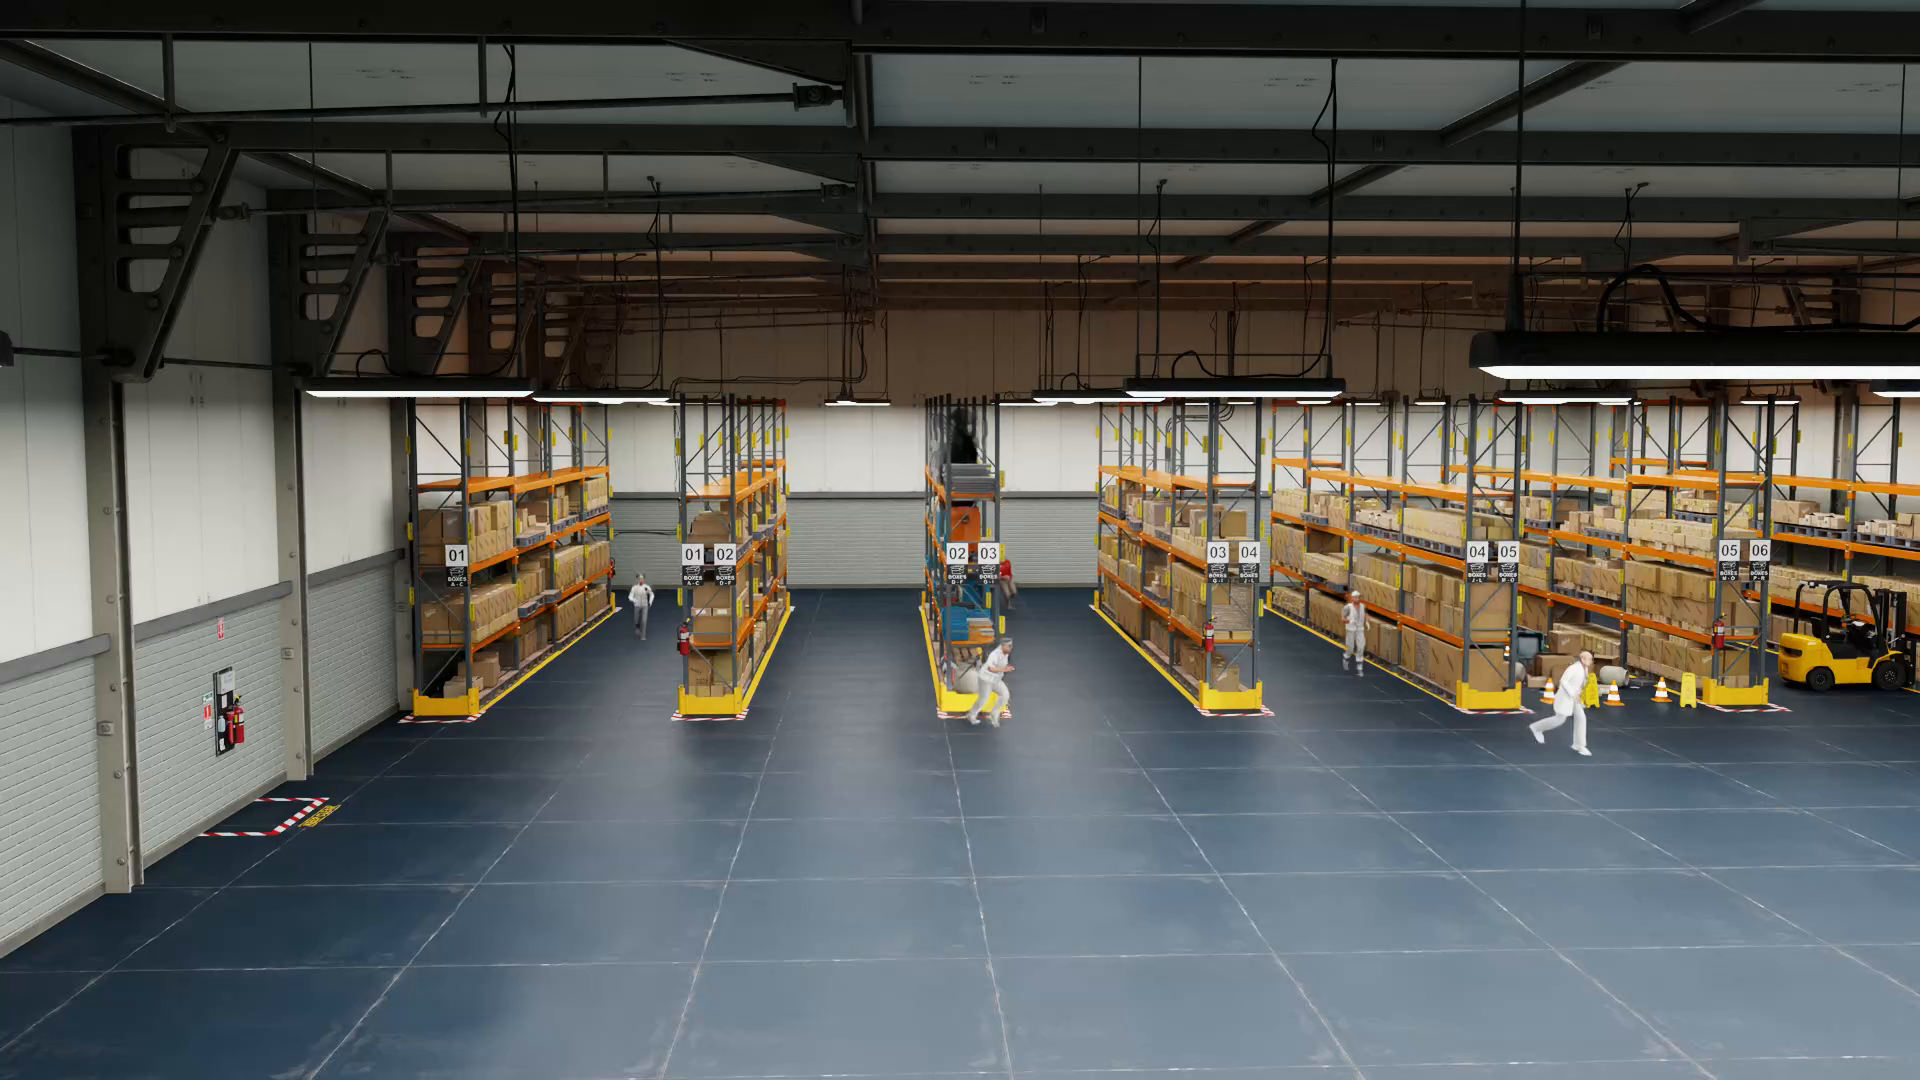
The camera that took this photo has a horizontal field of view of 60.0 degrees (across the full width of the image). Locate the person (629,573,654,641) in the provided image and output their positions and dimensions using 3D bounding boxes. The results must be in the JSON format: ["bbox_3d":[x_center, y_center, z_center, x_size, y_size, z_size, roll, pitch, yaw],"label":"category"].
[{"bbox_3d":[-7.870,1.647,41.134,0.625,1.648,0.723,-1,5,-11],"label":"person"}]

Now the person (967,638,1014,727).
[{"bbox_3d":[0.583,2.567,29.964,1.009,1.675,0.695,3,5,32],"label":"person"}]

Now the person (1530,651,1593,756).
[{"bbox_3d":[10.095,2.692,27.842,1.083,1.738,0.743,4,6,39],"label":"person"}]

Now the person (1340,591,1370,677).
[{"bbox_3d":[8.502,2.001,35.828,0.680,1.839,0.842,-1,5,-7],"label":"person"}]

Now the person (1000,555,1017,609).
[{"bbox_3d":[1.295,1.170,47.179,0.740,1.642,0.543,-3,5,-31],"label":"person"}]
